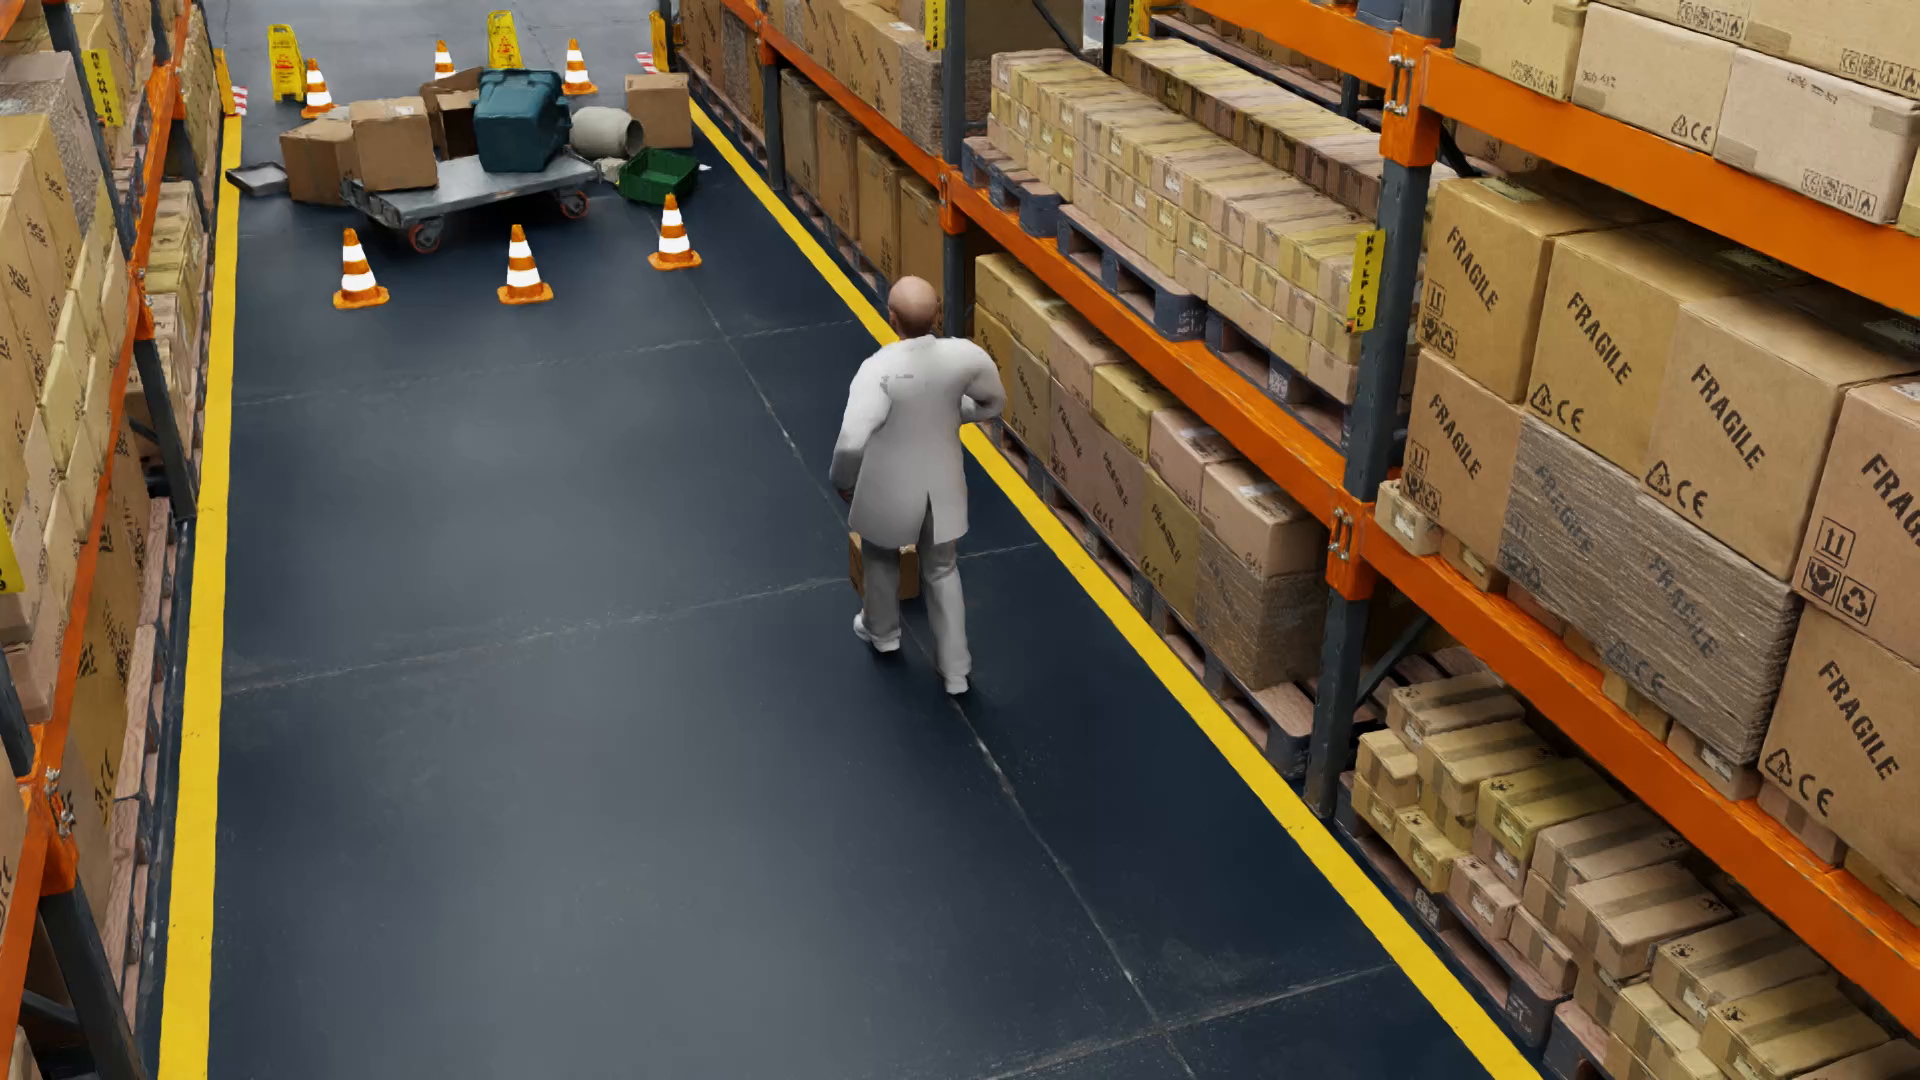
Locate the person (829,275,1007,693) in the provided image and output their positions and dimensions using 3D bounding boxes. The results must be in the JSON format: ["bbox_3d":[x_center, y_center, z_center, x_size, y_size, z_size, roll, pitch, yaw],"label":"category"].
[{"bbox_3d":[-0.234,-0.260,6.617,0.755,1.790,0.768,-13,32,-21],"label":"person"}]
